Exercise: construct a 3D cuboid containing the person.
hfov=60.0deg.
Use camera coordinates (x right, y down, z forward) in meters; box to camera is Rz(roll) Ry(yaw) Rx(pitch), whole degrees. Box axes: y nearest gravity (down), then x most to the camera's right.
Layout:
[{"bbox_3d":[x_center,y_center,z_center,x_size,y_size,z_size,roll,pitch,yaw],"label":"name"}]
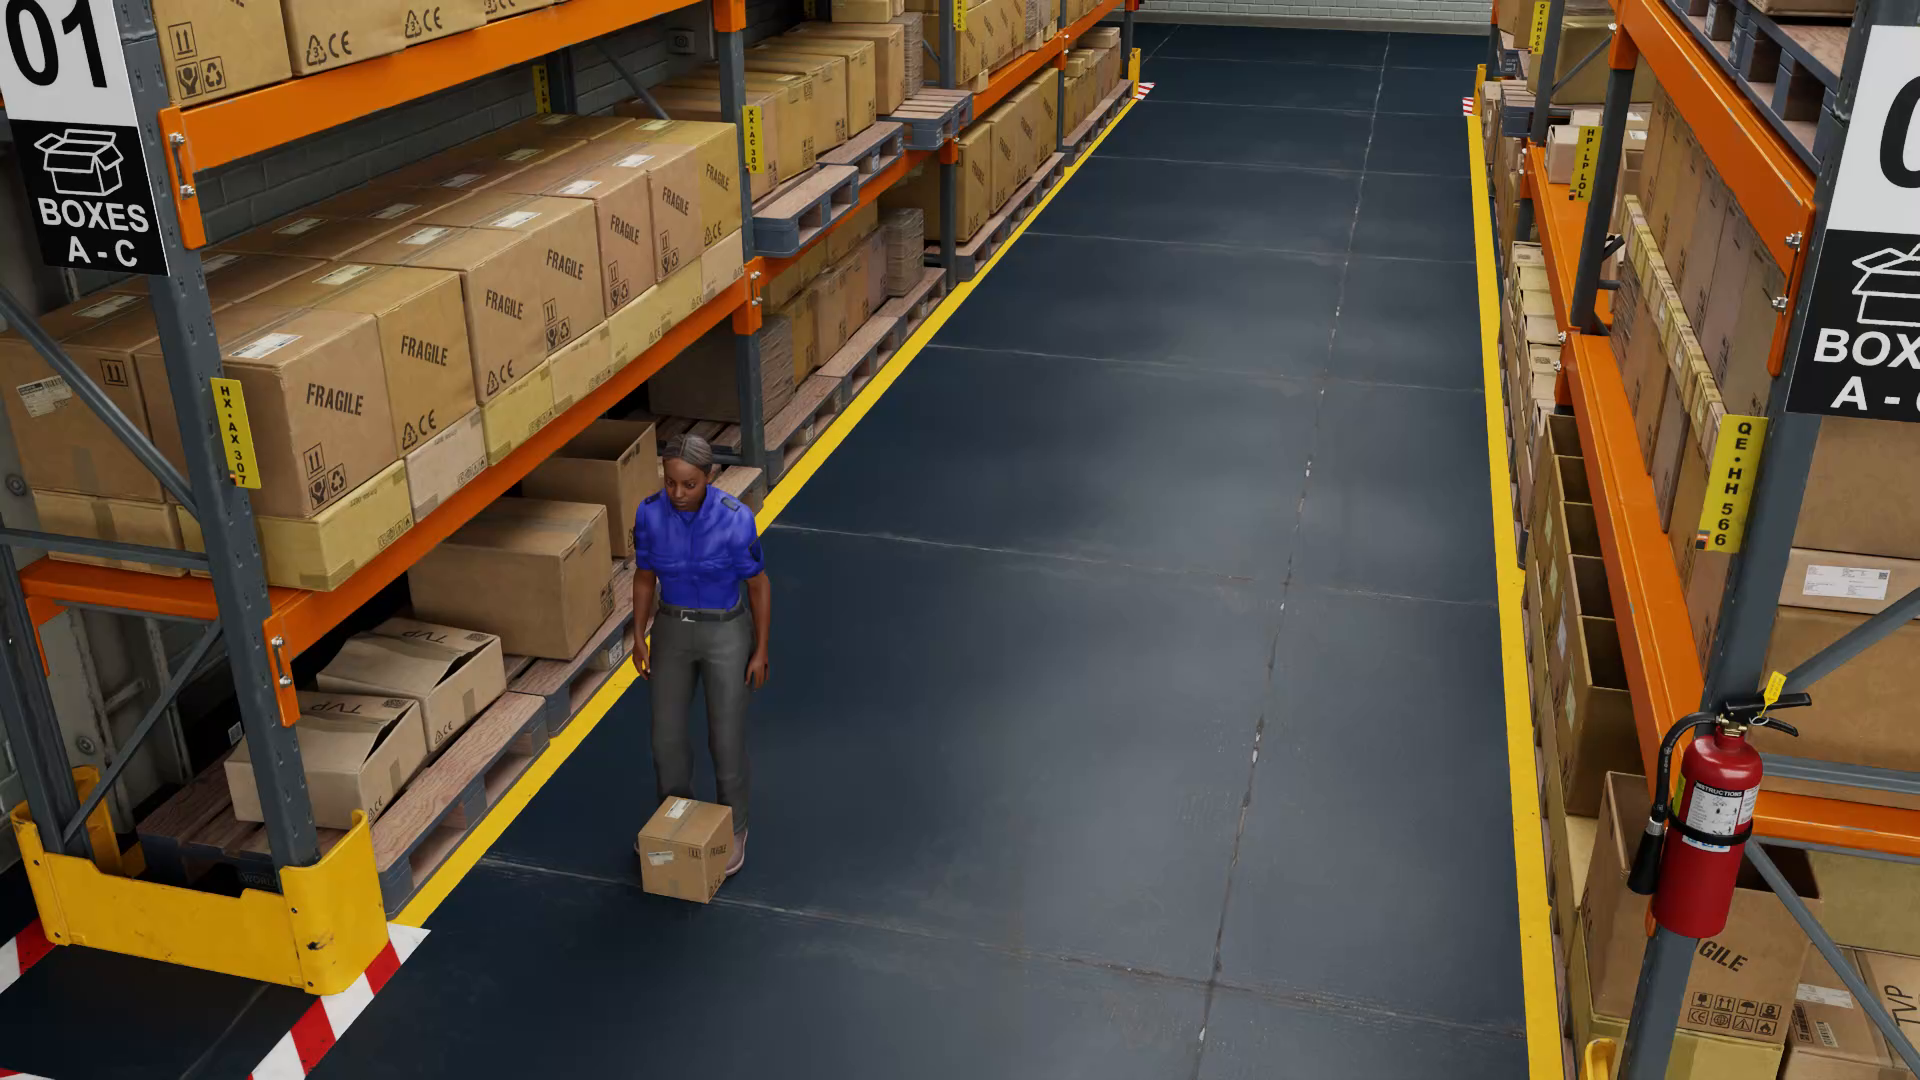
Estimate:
[{"bbox_3d":[-0.926,0.382,5.815,0.530,1.654,0.403,5,26,10],"label":"person"}]
